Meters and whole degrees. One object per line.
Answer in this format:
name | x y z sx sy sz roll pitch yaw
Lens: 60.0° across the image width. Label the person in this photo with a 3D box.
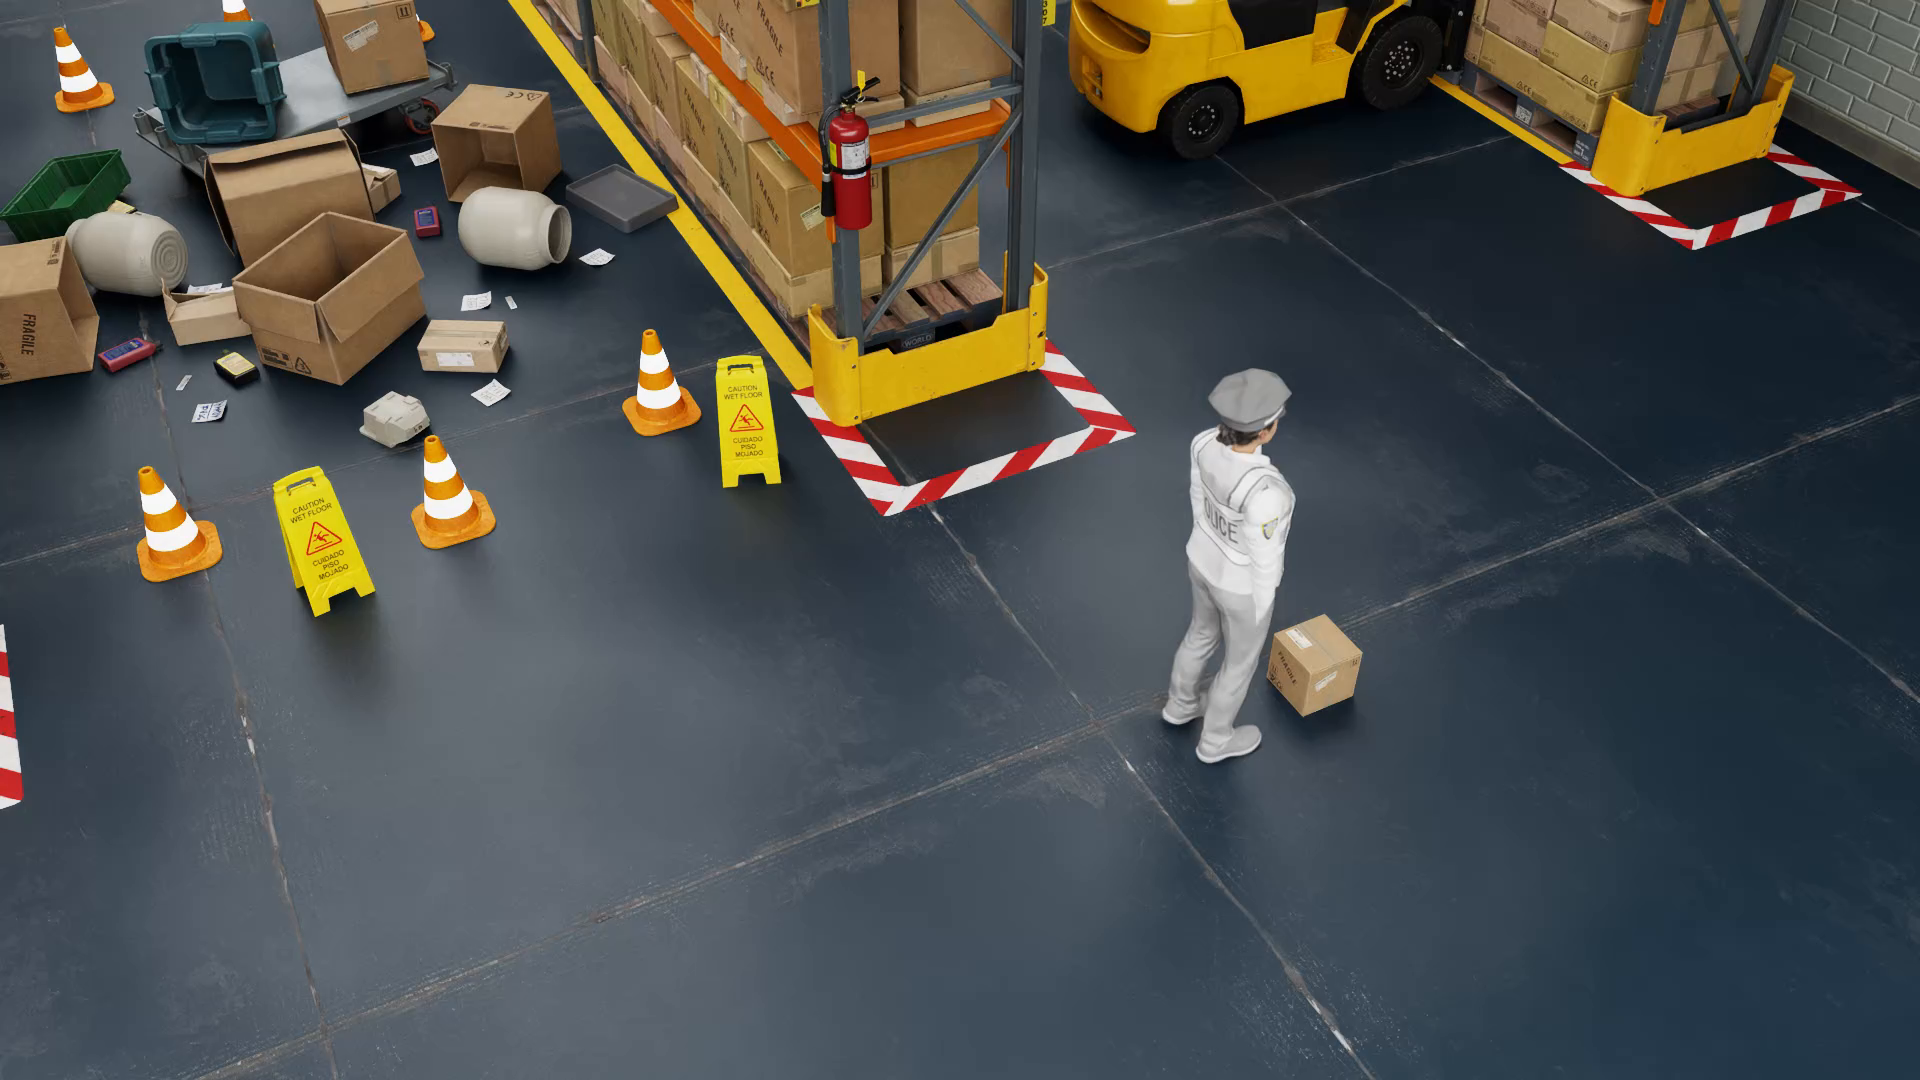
person | 0.993 0.113 6.042 0.329 1.687 0.468 -18 45 -19
